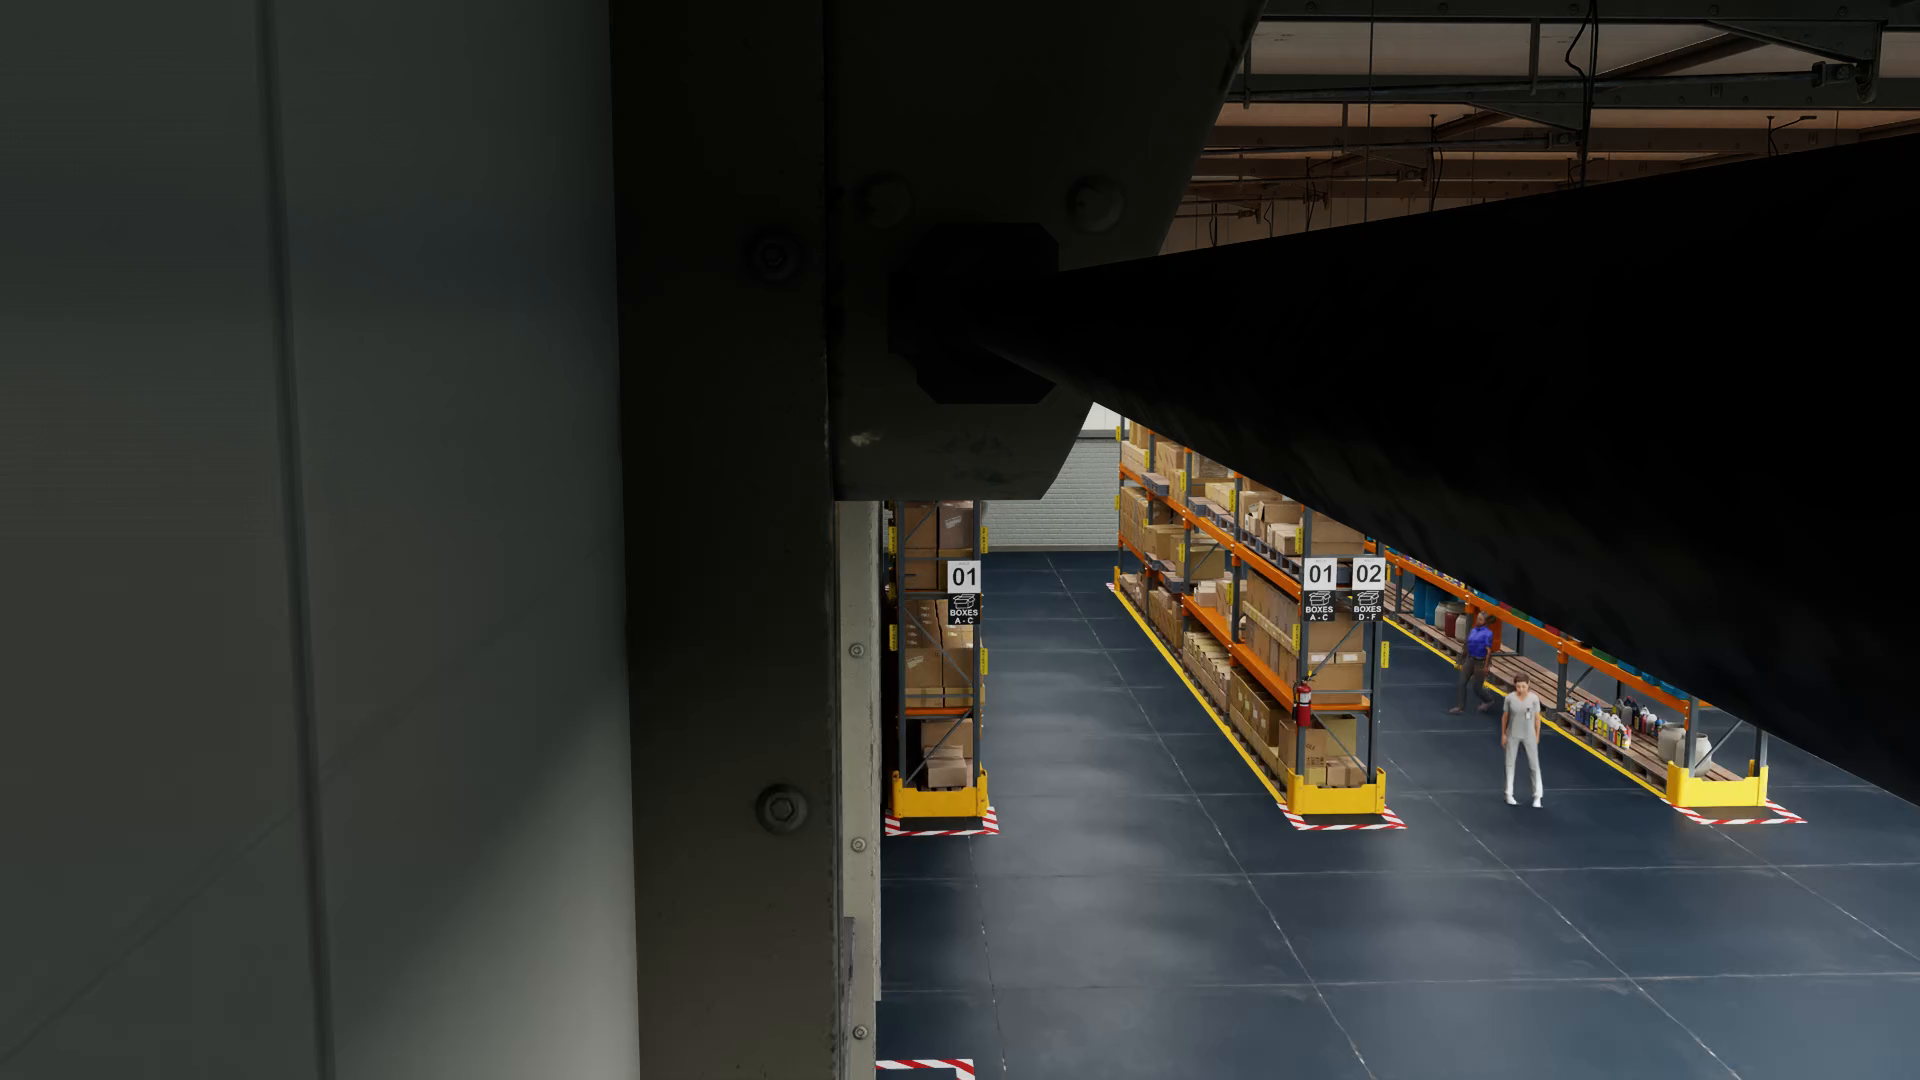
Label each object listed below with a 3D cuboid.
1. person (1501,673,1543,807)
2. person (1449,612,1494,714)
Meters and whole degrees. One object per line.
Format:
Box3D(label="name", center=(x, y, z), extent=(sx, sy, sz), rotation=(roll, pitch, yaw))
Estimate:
Box3D(label="person", center=(7.098, 2.497, 20.960), extent=(0.531, 1.676, 0.393), rotation=(3, 9, 20))
Box3D(label="person", center=(7.900, 1.881, 25.411), extent=(0.659, 1.603, 0.624), rotation=(-5, 10, -31))
